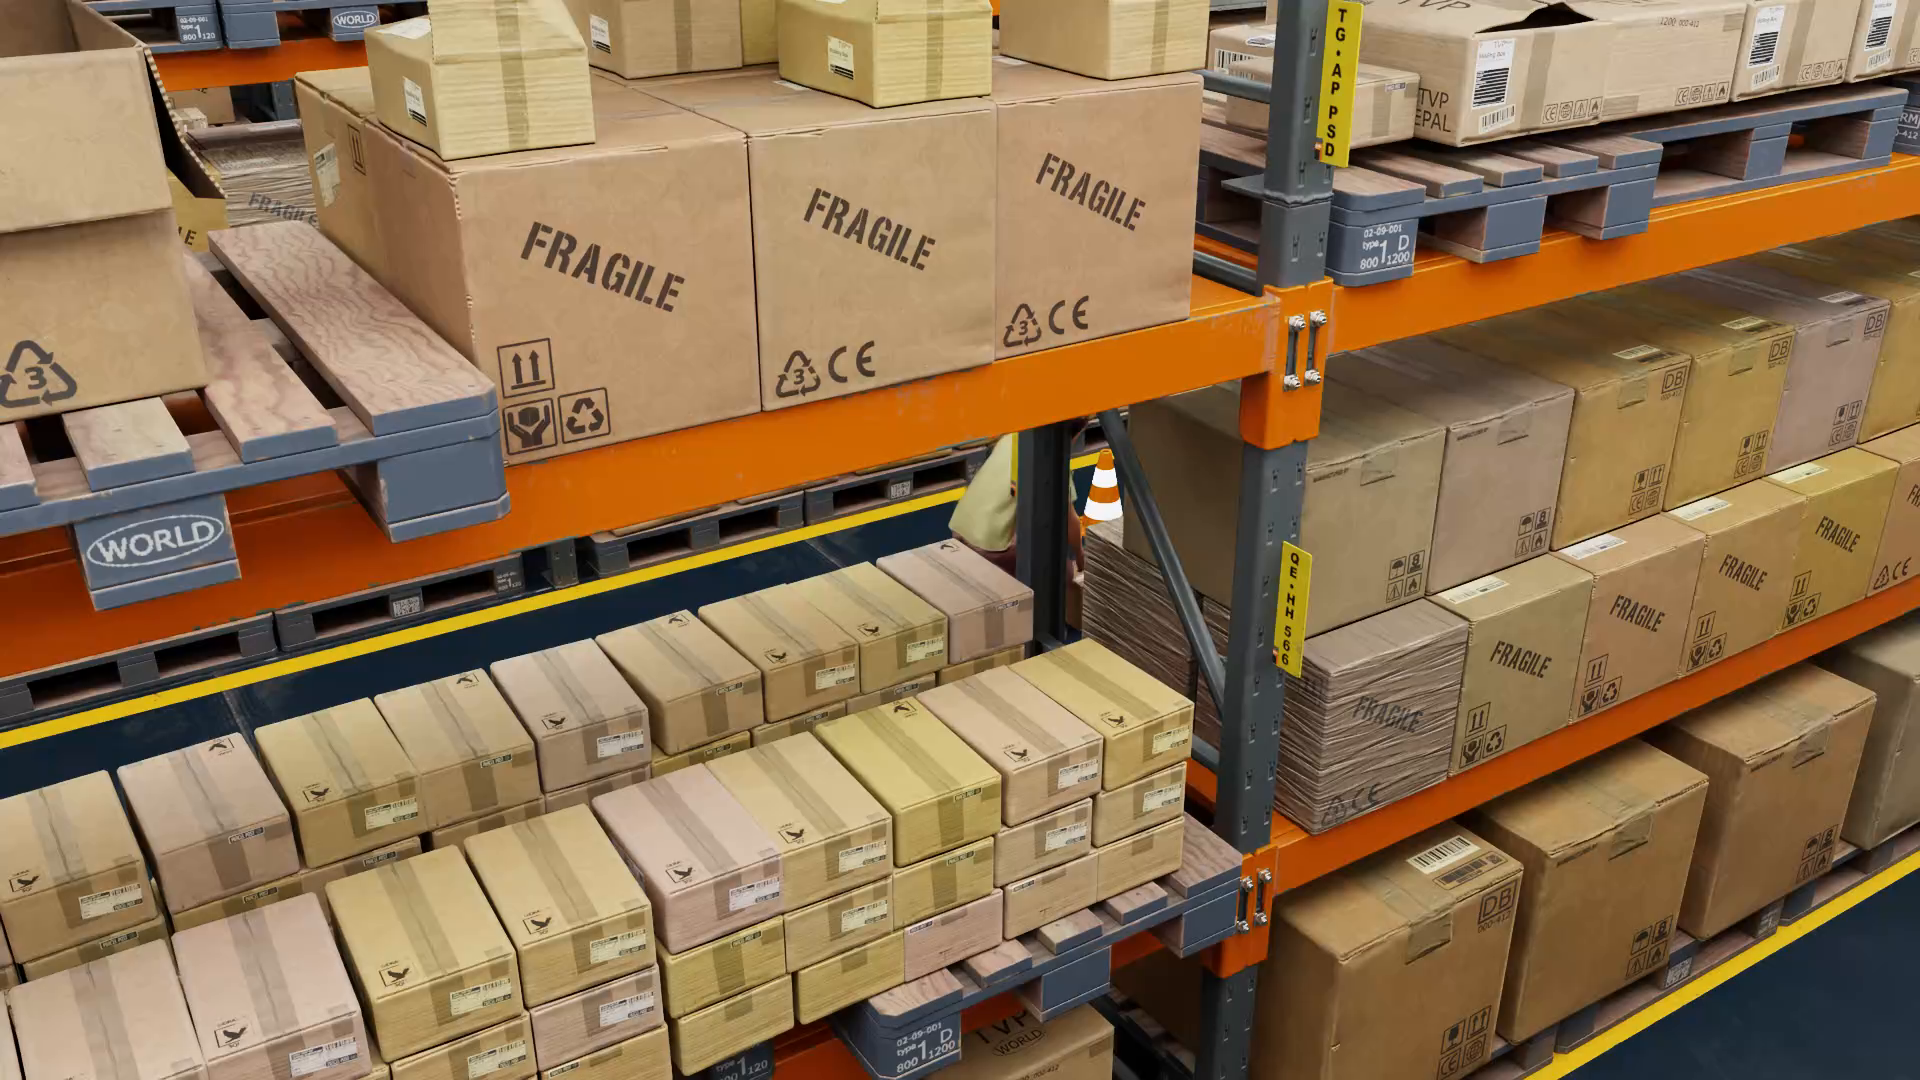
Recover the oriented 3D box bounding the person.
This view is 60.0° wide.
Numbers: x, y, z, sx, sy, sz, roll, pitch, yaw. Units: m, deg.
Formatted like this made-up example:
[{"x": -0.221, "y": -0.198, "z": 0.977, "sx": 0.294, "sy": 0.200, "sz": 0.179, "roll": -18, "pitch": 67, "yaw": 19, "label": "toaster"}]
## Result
[{"x": 0.284, "y": -0.066, "z": 7.861, "sx": 0.740, "sy": 1.159, "sz": 0.505, "roll": -16, "pitch": 29, "yaw": -30, "label": "person"}]
